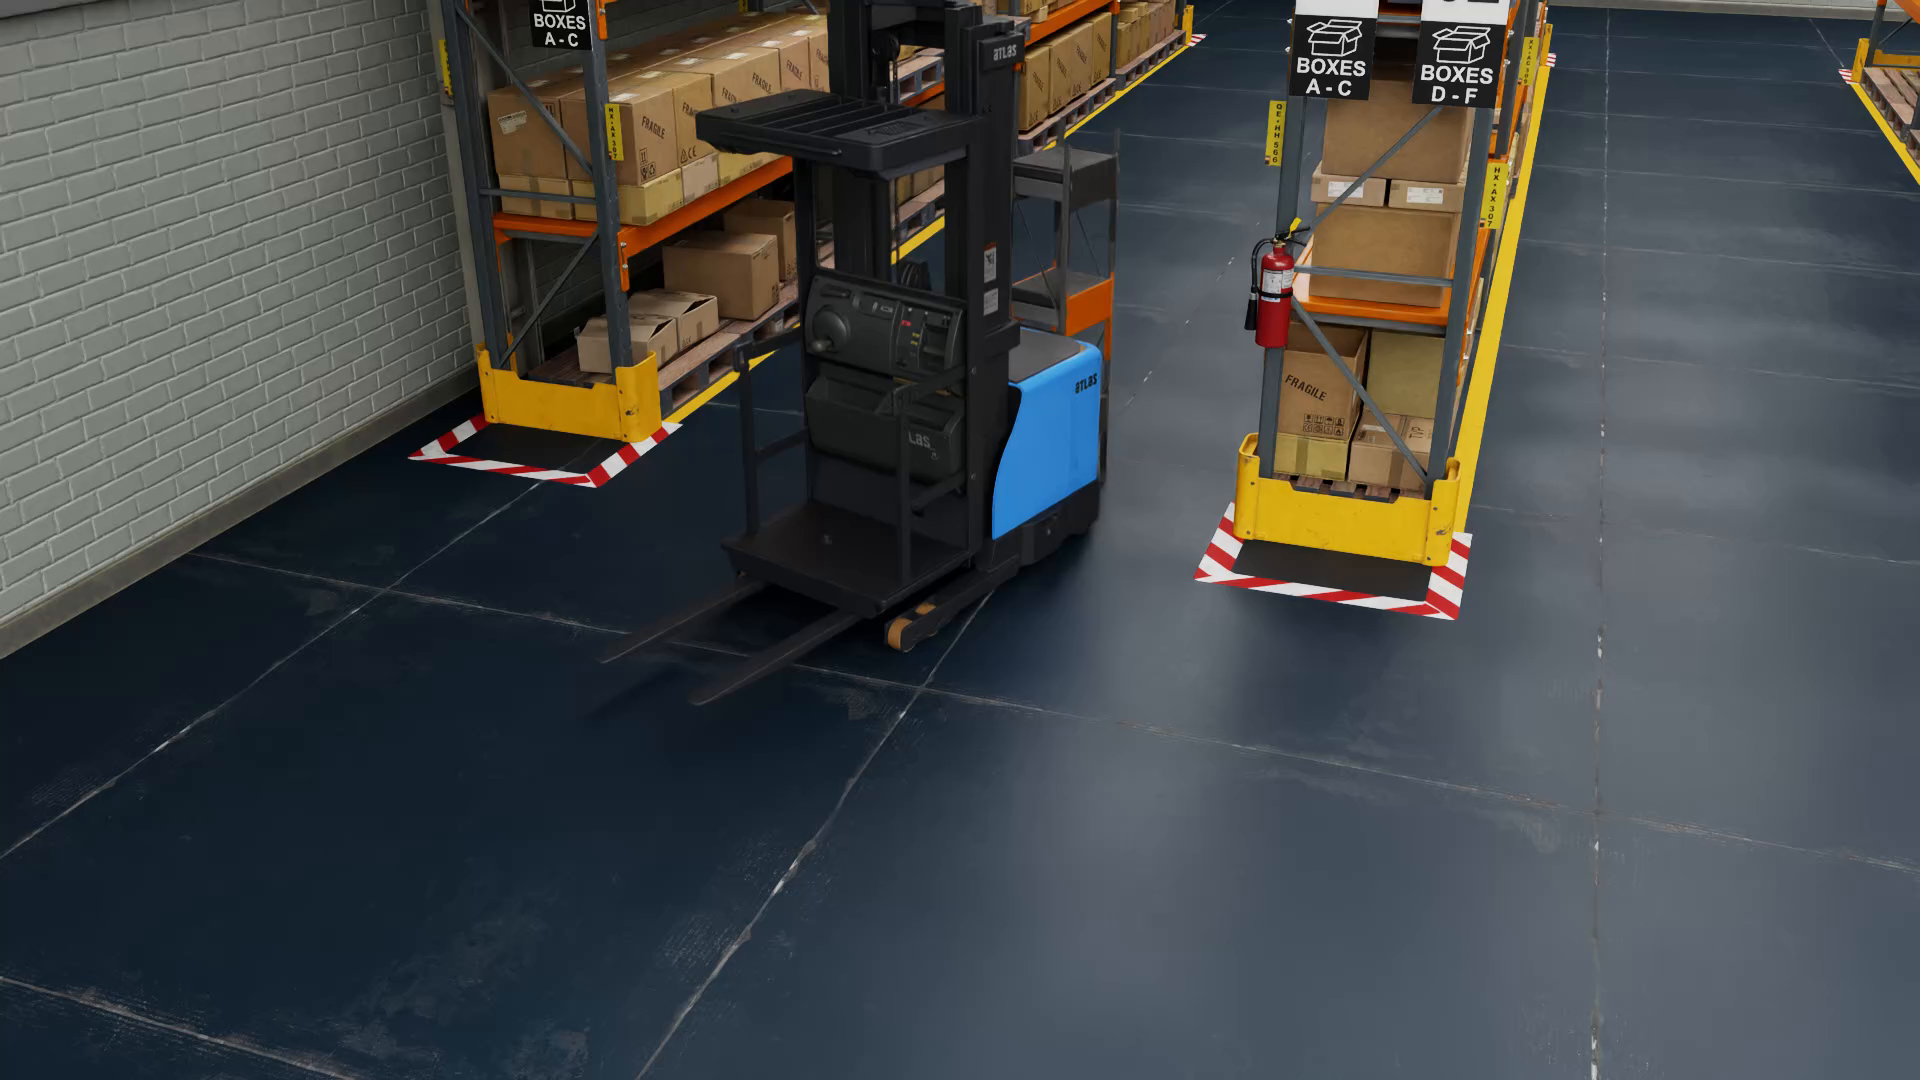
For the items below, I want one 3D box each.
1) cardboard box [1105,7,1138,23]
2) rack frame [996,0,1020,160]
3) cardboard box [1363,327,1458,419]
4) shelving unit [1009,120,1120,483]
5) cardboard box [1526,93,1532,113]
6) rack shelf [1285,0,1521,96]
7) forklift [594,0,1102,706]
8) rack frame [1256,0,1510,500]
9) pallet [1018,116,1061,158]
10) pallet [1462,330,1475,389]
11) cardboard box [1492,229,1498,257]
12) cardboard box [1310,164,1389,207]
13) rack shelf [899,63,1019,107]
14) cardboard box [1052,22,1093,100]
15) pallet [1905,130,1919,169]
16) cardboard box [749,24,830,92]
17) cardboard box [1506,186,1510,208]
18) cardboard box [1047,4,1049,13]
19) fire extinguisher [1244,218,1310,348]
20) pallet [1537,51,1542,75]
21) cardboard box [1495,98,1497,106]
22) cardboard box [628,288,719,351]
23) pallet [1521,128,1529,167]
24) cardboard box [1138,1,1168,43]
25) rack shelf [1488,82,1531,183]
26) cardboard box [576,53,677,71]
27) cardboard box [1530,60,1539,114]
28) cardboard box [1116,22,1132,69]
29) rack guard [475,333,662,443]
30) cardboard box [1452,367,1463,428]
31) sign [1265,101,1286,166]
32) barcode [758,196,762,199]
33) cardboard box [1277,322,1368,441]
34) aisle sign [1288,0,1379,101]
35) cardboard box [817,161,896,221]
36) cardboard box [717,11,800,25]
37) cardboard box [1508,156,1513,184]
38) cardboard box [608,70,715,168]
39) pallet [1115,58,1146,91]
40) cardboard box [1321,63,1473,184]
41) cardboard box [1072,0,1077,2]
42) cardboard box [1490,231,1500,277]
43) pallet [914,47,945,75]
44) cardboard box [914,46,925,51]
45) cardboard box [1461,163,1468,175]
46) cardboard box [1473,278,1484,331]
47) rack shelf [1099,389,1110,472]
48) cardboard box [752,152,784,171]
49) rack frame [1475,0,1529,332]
[{"bbox_3d":[2.081,-6.775,21.443,0.380,0.149,0.250,10,27,19],"label":"cardboard box"},{"bbox_3d":[0.118,-5.369,16.897,1.000,3.000,0.127,9,27,17],"label":"rack frame"},{"bbox_3d":[2.681,-1.047,9.784,0.500,0.500,0.500,9,27,17],"label":"cardboard box"},{"bbox_3d":[0.562,-1.256,9.435,0.431,2.100,0.503,18,31,33],"label":"shelving unit"},{"bbox_3d":[5.552,-4.292,17.036,0.500,0.500,0.500,8,27,17],"label":"cardboard box"},{"bbox_3d":[2.794,-3.213,9.827,1.077,0.370,4.000,9,27,17],"label":"rack shelf"},{"bbox_3d":[-0.505,-1.013,7.979,1.130,2.935,3.031,18,31,33],"label":"forklift"},{"bbox_3d":[2.128,-1.364,8.626,1.000,3.000,0.127,9,27,17],"label":"rack frame"},{"bbox_3d":[0.451,-4.427,18.151,1.003,0.211,1.213,9,27,17],"label":"pallet"},{"bbox_3d":[3.155,-1.432,11.966,1.003,0.211,1.213,9,27,17],"label":"pallet"},{"bbox_3d":[3.832,-2.346,12.683,0.500,0.311,0.500,9,27,18],"label":"cardboard box"},{"bbox_3d":[2.076,-1.886,8.844,0.380,0.149,0.250,8,27,17],"label":"cardboard box"},{"bbox_3d":[-0.548,-4.223,15.356,1.077,0.370,4.000,9,27,17],"label":"rack shelf"},{"bbox_3d":[1.062,-5.582,19.323,0.750,0.750,0.750,10,27,19],"label":"cardboard box"},{"bbox_3d":[10.495,-4.010,17.290,1.003,0.211,1.213,9,27,17],"label":"pallet"},{"bbox_3d":[-1.240,-3.559,12.447,0.500,0.500,0.500,9,27,17],"label":"cardboard box"},{"bbox_3d":[4.677,-3.140,14.966,0.500,0.250,0.500,8,27,17],"label":"cardboard box"},{"bbox_3d":[0.752,-5.795,18.042,0.380,0.149,0.250,9,27,19],"label":"cardboard box"},{"bbox_3d":[1.651,-1.348,8.682,0.296,0.674,0.183,9,27,17],"label":"fire extinguisher"},{"bbox_3d":[7.163,-6.325,22.072,1.003,0.211,1.213,9,27,17],"label":"pallet"},{"bbox_3d":[3.315,-2.885,10.907,0.380,0.149,0.250,9,27,17],"label":"cardboard box"},{"bbox_3d":[-2.040,-1.575,11.641,0.500,0.311,0.500,11,28,22],"label":"cardboard box"},{"bbox_3d":[5.482,-4.198,17.678,1.003,0.211,1.213,9,27,17],"label":"pallet"},{"bbox_3d":[2.475,-7.213,23.091,0.700,0.500,0.500,9,27,17],"label":"cardboard box"},{"bbox_3d":[4.125,-3.506,13.875,1.077,0.370,4.000,9,27,17],"label":"rack shelf"},{"bbox_3d":[-2.243,-3.003,11.300,0.500,0.500,0.500,8,27,16],"label":"cardboard box"},{"bbox_3d":[6.228,-5.124,18.755,0.500,0.500,0.500,9,27,17],"label":"cardboard box"},{"bbox_3d":[1.794,-6.369,21.349,0.700,0.500,0.500,9,27,18],"label":"cardboard box"},{"bbox_3d":[-2.519,-0.987,10.716,1.175,0.500,0.348,9,27,17],"label":"rack guard"},{"bbox_3d":[2.846,-0.915,10.372,0.500,0.250,0.500,9,27,17],"label":"cardboard box"},{"bbox_3d":[1.621,-2.077,8.496,0.100,0.325,0.005,9,27,17],"label":"sign"},{"bbox_3d":[-1.619,-2.755,13.494,0.001,0.075,0.075,9,27,17],"label":"barcode"},{"bbox_3d":[2.026,-0.917,9.515,0.500,0.500,0.500,9,27,17],"label":"cardboard box"},{"bbox_3d":[1.829,-2.550,8.092,0.394,0.787,0.004,9,27,17],"label":"aisle sign"},{"bbox_3d":[-0.984,-3.103,14.580,0.700,0.500,0.500,10,27,19],"label":"cardboard box"},{"bbox_3d":[-1.567,-3.841,13.030,0.500,0.500,0.500,8,27,16],"label":"cardboard box"},{"bbox_3d":[4.511,-3.183,14.413,0.500,0.311,0.500,9,27,17],"label":"cardboard box"},{"bbox_3d":[-1.928,-2.715,10.703,0.500,0.500,0.500,9,27,18],"label":"cardboard box"},{"bbox_3d":[1.776,-6.059,21.521,1.003,0.211,1.213,9,27,17],"label":"pallet"},{"bbox_3d":[2.313,-2.205,8.759,0.700,0.500,0.500,9,27,18],"label":"cardboard box"},{"bbox_3d":[1.139,-6.213,18.905,0.380,0.149,0.250,8,27,16],"label":"cardboard box"},{"bbox_3d":[3.999,-2.299,13.230,0.500,0.250,0.500,9,27,19],"label":"cardboard box"},{"bbox_3d":[-0.502,-4.463,15.246,1.003,0.211,1.213,9,27,17],"label":"pallet"},{"bbox_3d":[-0.629,-4.676,14.846,0.700,0.500,0.500,13,29,24],"label":"cardboard box"},{"bbox_3d":[2.547,-1.940,8.956,0.380,0.149,0.250,8,27,16],"label":"cardboard box"},{"bbox_3d":[3.511,-1.737,12.070,0.500,0.250,0.500,9,27,17],"label":"cardboard box"},{"bbox_3d":[0.562,-0.614,9.746,0.431,0.518,0.480,18,31,33],"label":"rack shelf"},{"bbox_3d":[-1.578,-2.809,11.758,0.500,0.250,0.500,9,27,18],"label":"cardboard box"},{"bbox_3d":[3.459,-3.008,12.021,1.000,3.000,0.127,9,27,17],"label":"rack frame"}]
